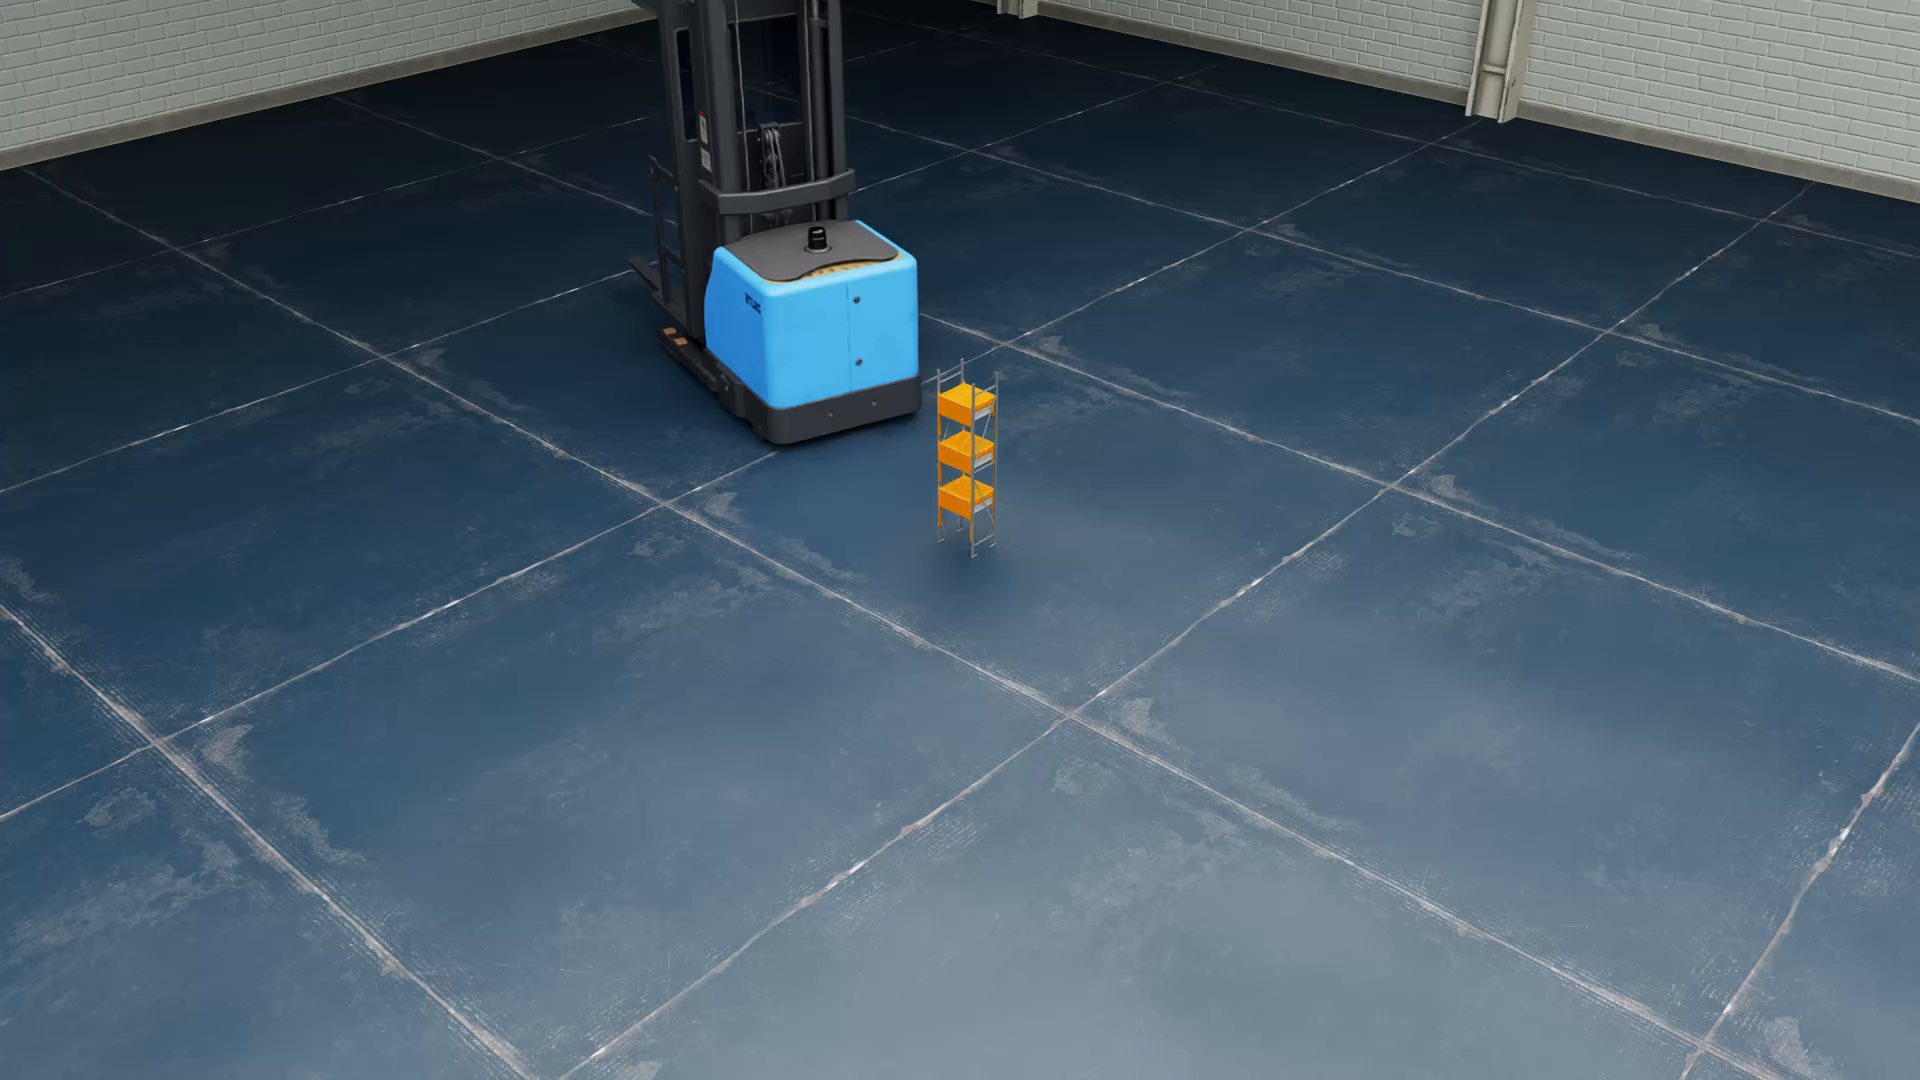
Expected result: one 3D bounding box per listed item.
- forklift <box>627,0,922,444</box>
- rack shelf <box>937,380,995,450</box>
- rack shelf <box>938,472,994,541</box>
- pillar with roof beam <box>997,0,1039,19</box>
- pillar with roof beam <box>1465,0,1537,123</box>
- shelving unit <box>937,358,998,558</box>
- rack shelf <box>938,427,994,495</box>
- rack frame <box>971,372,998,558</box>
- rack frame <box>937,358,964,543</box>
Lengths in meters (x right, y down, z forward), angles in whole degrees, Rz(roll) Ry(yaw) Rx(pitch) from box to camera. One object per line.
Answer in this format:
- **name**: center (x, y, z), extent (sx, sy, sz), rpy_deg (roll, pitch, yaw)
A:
- **forklift**: center (-1.416, -2.564, 10.668), extent (1.130, 2.935, 3.031), rpy_deg (-17, 35, -25)
- **rack shelf**: center (0.040, -0.665, 8.808), extent (0.240, 0.259, 0.215), rpy_deg (25, 39, 35)
- **rack shelf**: center (0.040, -0.184, 9.097), extent (0.240, 0.259, 0.215), rpy_deg (25, 39, 35)
- **pillar with roof beam**: center (-2.211, -8.385, 14.453), extent (0.400, 9.000, 9.100), rpy_deg (25, 39, 35)
- **pillar with roof beam**: center (2.238, -6.308, 11.004), extent (0.400, 9.000, 9.100), rpy_deg (25, 39, 35)
- **shelving unit**: center (0.040, -0.431, 8.948), extent (0.252, 1.050, 0.215), rpy_deg (25, 39, 35)
- **rack shelf**: center (0.040, -0.422, 8.954), extent (0.240, 0.259, 0.215), rpy_deg (25, 39, 35)
- **rack frame**: center (0.130, -0.389, 8.878), extent (0.008, 1.050, 0.200), rpy_deg (25, 39, 35)
- **rack frame**: center (-0.051, -0.473, 9.019), extent (0.008, 1.050, 0.200), rpy_deg (25, 39, 35)
